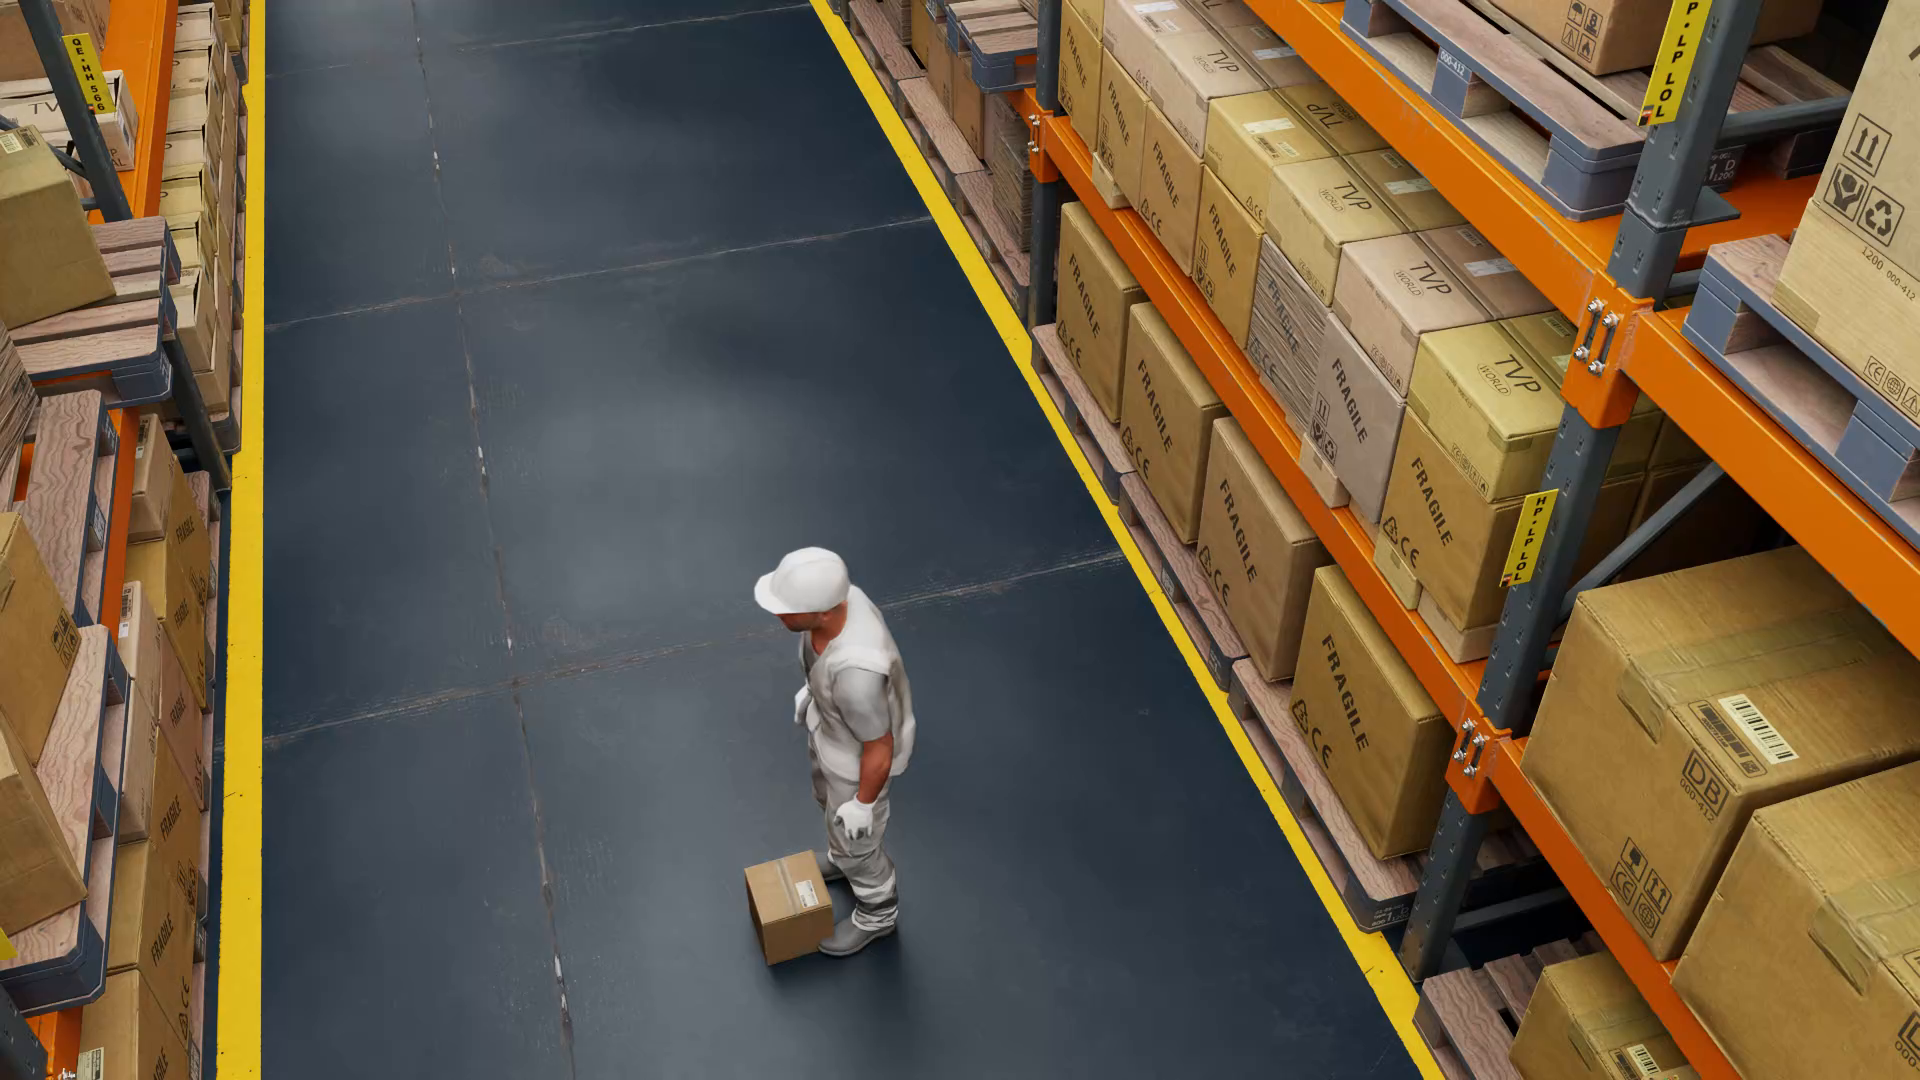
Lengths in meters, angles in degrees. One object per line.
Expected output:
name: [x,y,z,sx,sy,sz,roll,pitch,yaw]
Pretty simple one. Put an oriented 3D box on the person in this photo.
person: [-0.386,0.677,5.393,0.453,1.779,0.621,-13,43,-14]
